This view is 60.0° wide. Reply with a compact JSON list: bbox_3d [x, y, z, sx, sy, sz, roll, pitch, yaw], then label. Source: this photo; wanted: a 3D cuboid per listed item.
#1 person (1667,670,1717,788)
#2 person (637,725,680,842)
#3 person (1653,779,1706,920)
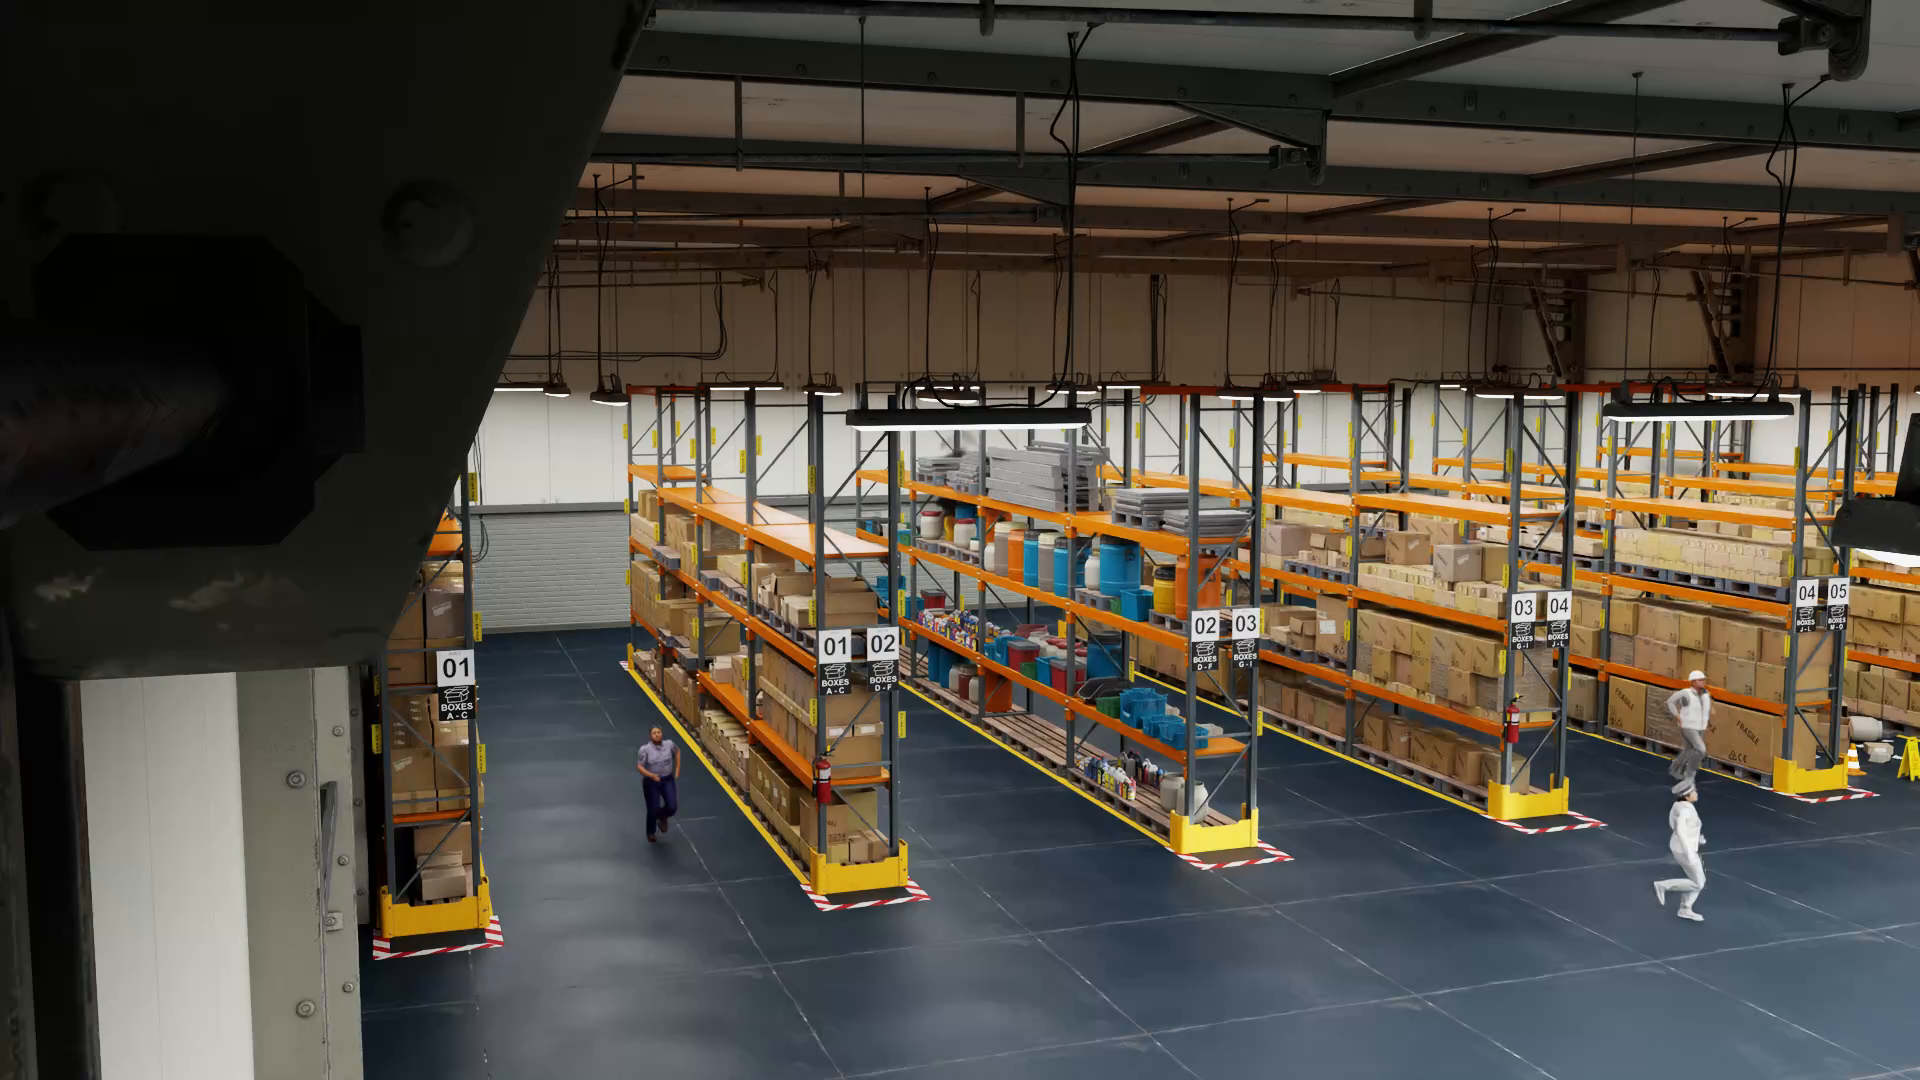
[{"bbox_3d":[11.119,2.858,25.255,0.642,1.792,0.778,-3,7,-25],"label":"person"},{"bbox_3d":[-3.993,3.252,22.173,0.632,1.605,0.682,-2,6,-23],"label":"person"},{"bbox_3d":[8.278,3.549,19.102,0.588,1.637,0.622,1,6,13],"label":"person"}]
